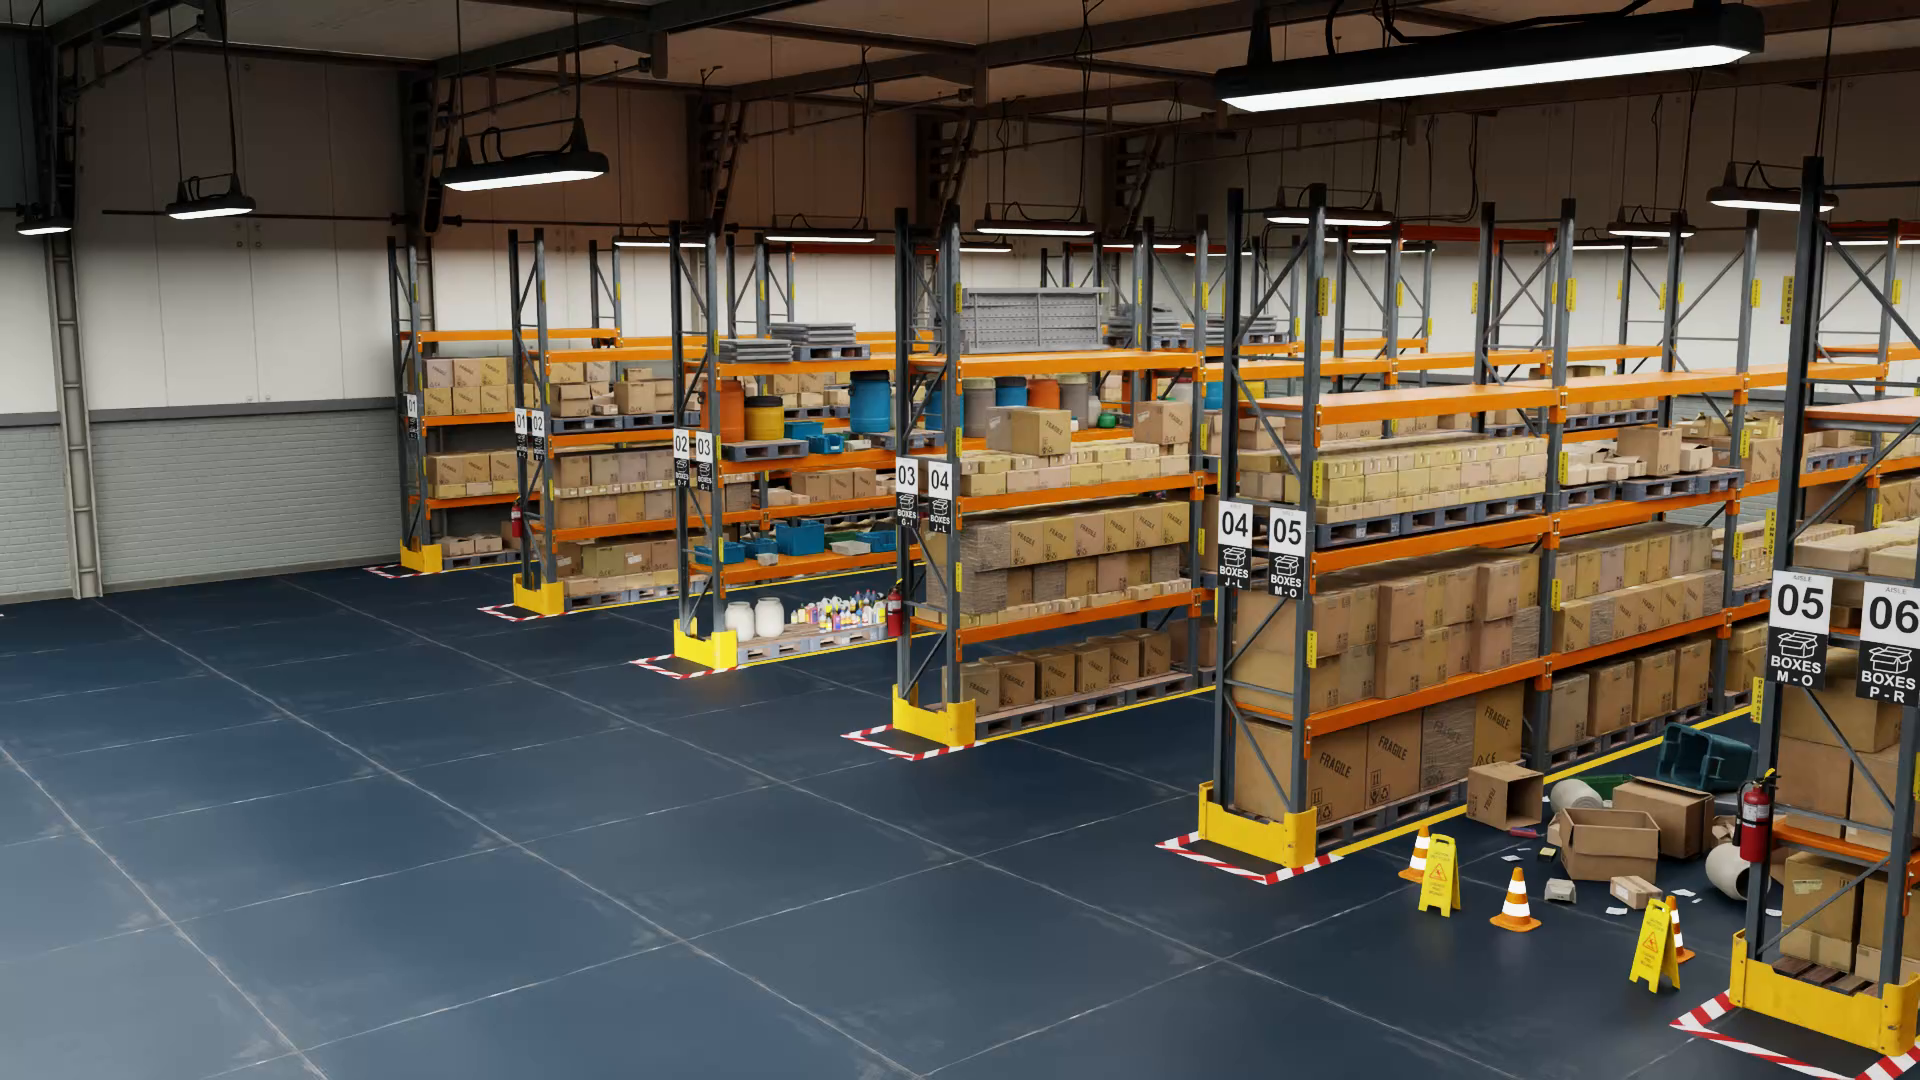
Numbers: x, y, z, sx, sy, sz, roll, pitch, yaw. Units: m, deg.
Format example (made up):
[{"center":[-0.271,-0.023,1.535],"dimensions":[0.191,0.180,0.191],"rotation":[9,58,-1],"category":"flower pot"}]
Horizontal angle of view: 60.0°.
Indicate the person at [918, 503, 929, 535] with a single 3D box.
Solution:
[{"center":[-0.576,-0.324,29.744],"dimensions":[0.660,1.618,0.647],"rotation":[-5,10,-31],"category":"person"}]
